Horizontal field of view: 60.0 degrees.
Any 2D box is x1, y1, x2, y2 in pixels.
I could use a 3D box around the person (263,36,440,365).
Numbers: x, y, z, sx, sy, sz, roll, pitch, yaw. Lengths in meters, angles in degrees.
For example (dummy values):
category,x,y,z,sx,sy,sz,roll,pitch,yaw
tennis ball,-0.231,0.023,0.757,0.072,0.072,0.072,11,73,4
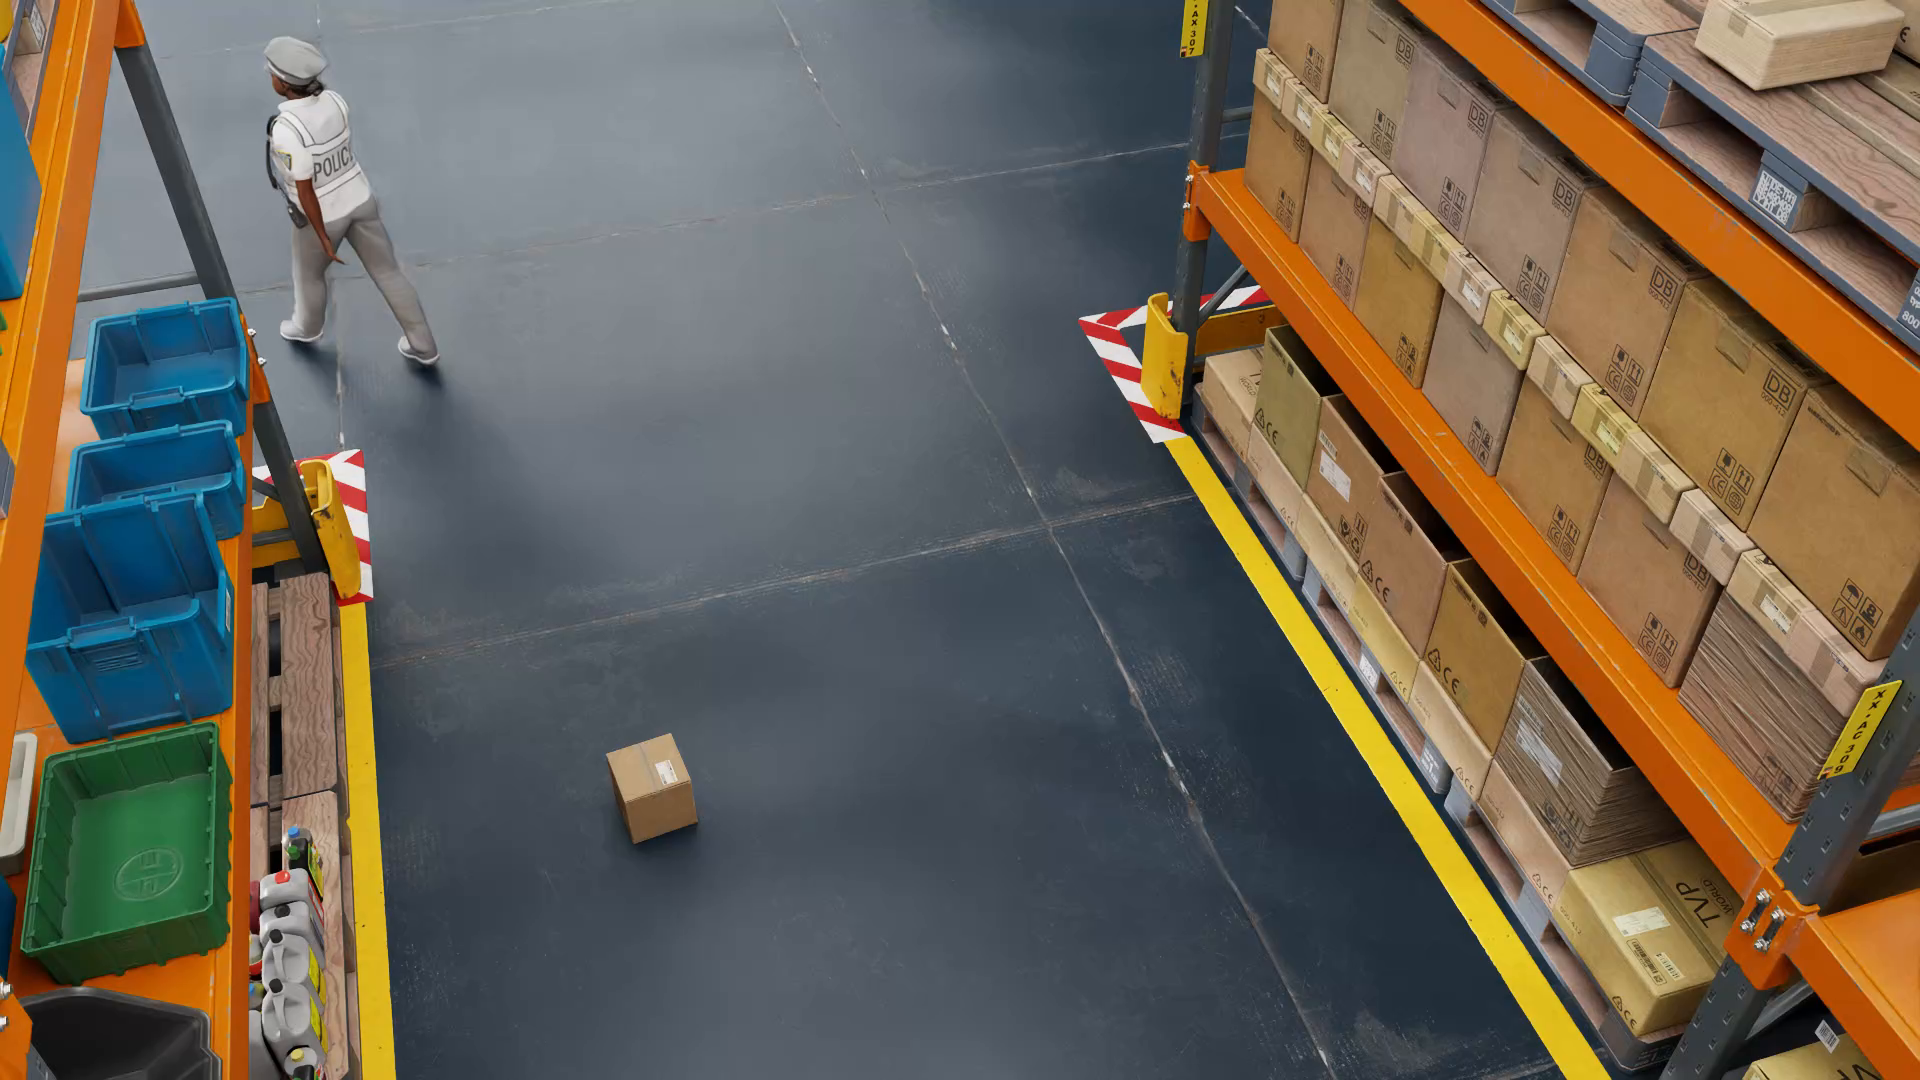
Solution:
category,x,y,z,sx,sy,sz,roll,pitch,yaw
person,-3.014,-1.595,7.857,0.932,1.660,0.441,24,48,24
